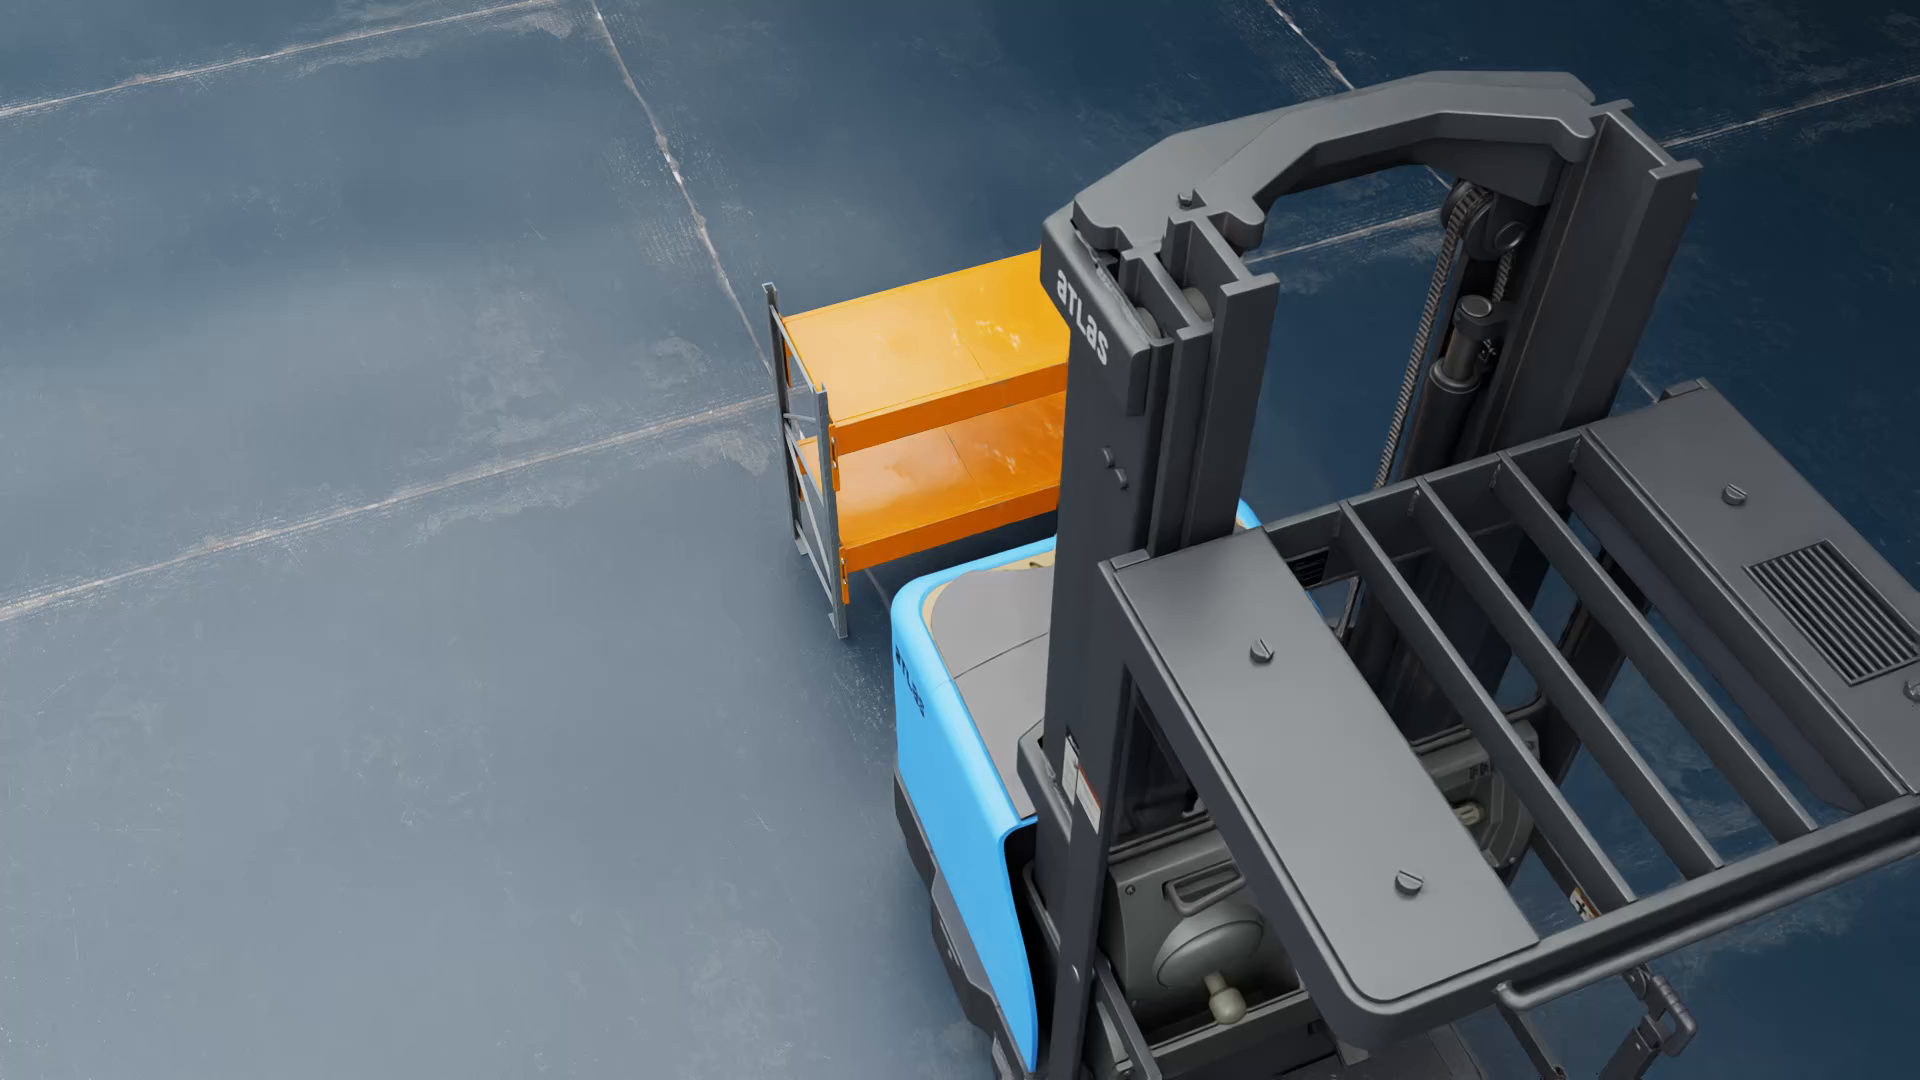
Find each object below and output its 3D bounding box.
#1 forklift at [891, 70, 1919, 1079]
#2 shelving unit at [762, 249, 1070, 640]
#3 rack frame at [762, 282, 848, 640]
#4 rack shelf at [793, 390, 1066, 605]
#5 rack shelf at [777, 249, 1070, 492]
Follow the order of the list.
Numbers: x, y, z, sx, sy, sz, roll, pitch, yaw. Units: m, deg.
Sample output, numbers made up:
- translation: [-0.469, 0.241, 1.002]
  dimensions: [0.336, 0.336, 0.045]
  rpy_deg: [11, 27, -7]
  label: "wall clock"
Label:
- translation: [0.817, 0.768, 3.158]
  dimensions: [1.130, 2.935, 3.031]
  rpy_deg: [-17, 51, -14]
  label: "forklift"
- translation: [-0.006, -0.365, 5.322]
  dimensions: [1.048, 1.125, 0.538]
  rpy_deg: [-17, 52, -14]
  label: "shelving unit"
- translation: [-0.477, -0.219, 5.196]
  dimensions: [0.032, 1.125, 0.500]
  rpy_deg: [-17, 52, -14]
  label: "rack frame"
- translation: [-0.006, -0.205, 5.507]
  dimensions: [1.000, 0.278, 0.538]
  rpy_deg: [-17, 52, -14]
  label: "rack shelf"
- translation: [-0.006, -0.555, 5.100]
  dimensions: [1.000, 0.278, 0.538]
  rpy_deg: [-17, 52, -14]
  label: "rack shelf"
